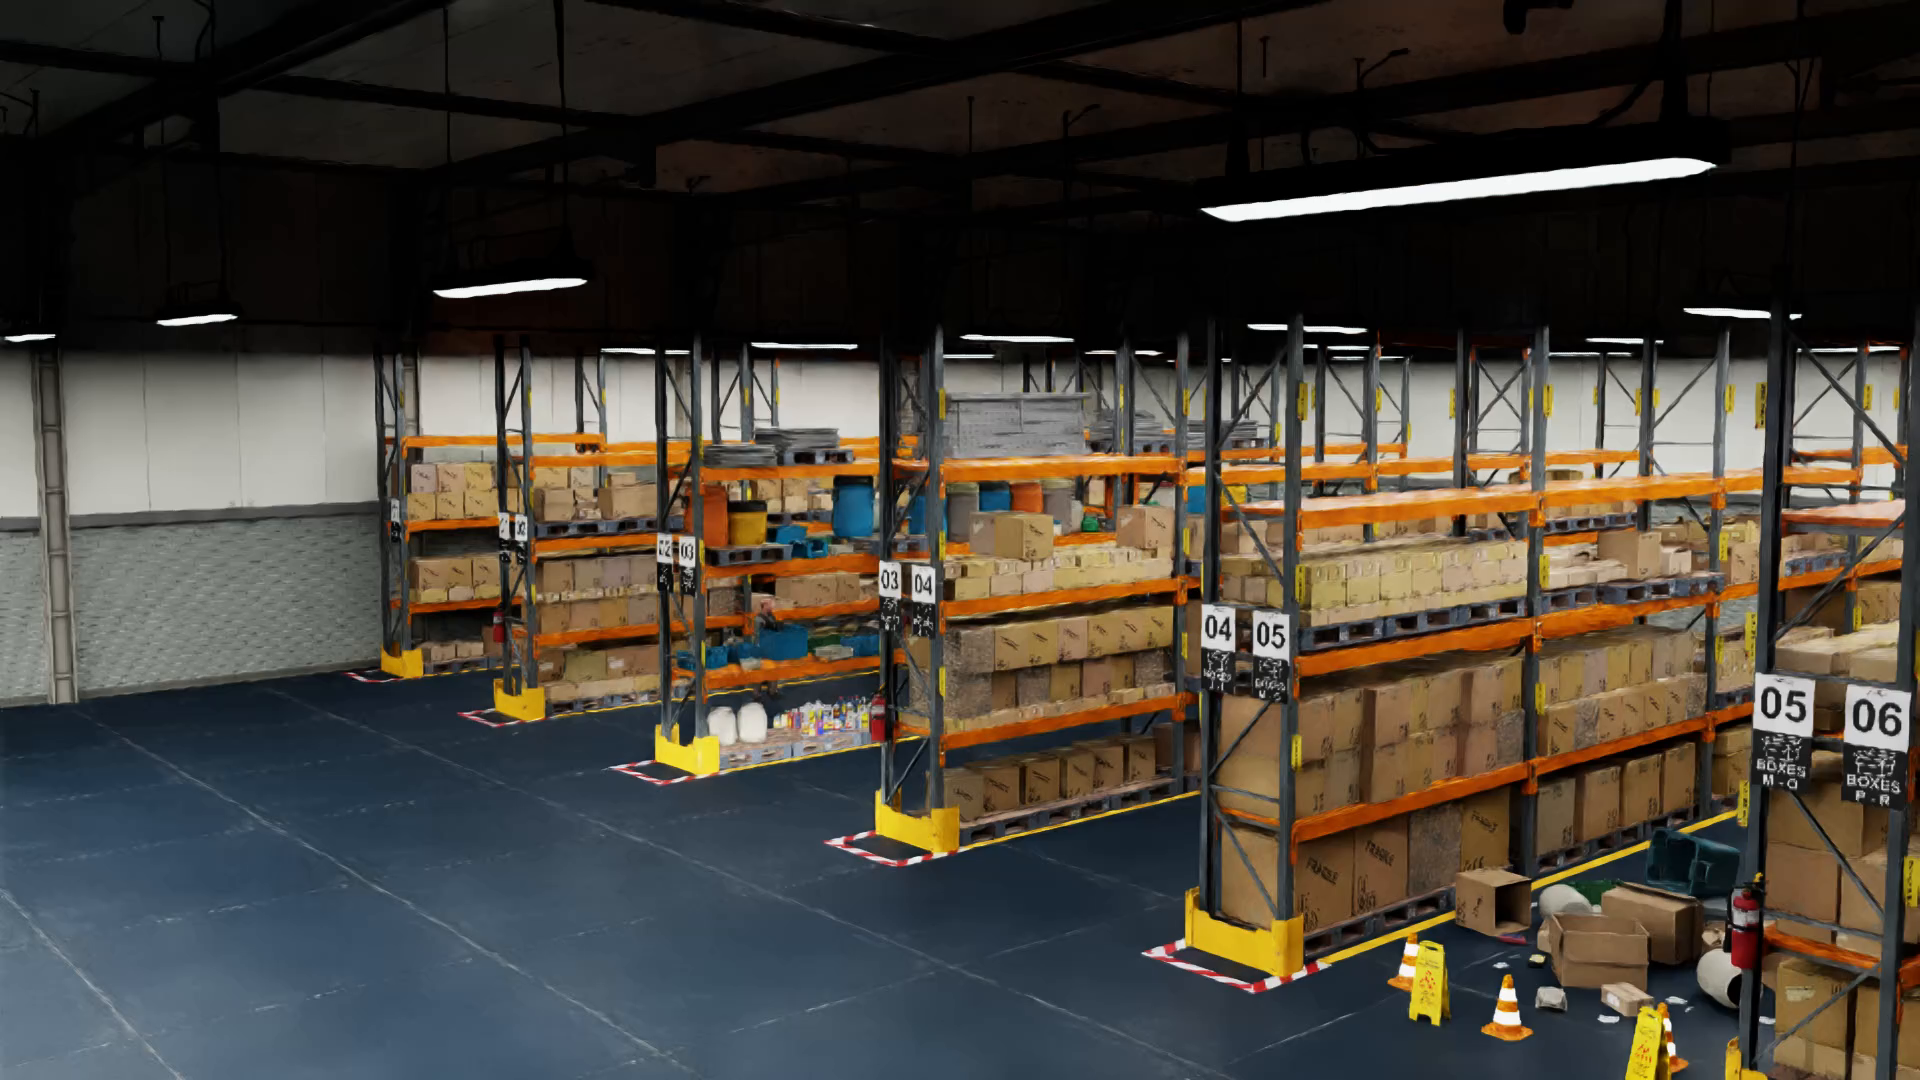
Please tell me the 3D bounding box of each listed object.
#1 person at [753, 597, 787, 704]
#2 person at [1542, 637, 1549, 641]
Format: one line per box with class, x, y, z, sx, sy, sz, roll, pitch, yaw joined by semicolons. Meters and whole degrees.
person;-3.148;1.848;27.321;0.463;1.641;0.598;2;6;23
person;8.414;2.173;24.030;0.505;1.632;0.639;-5;7;-43
